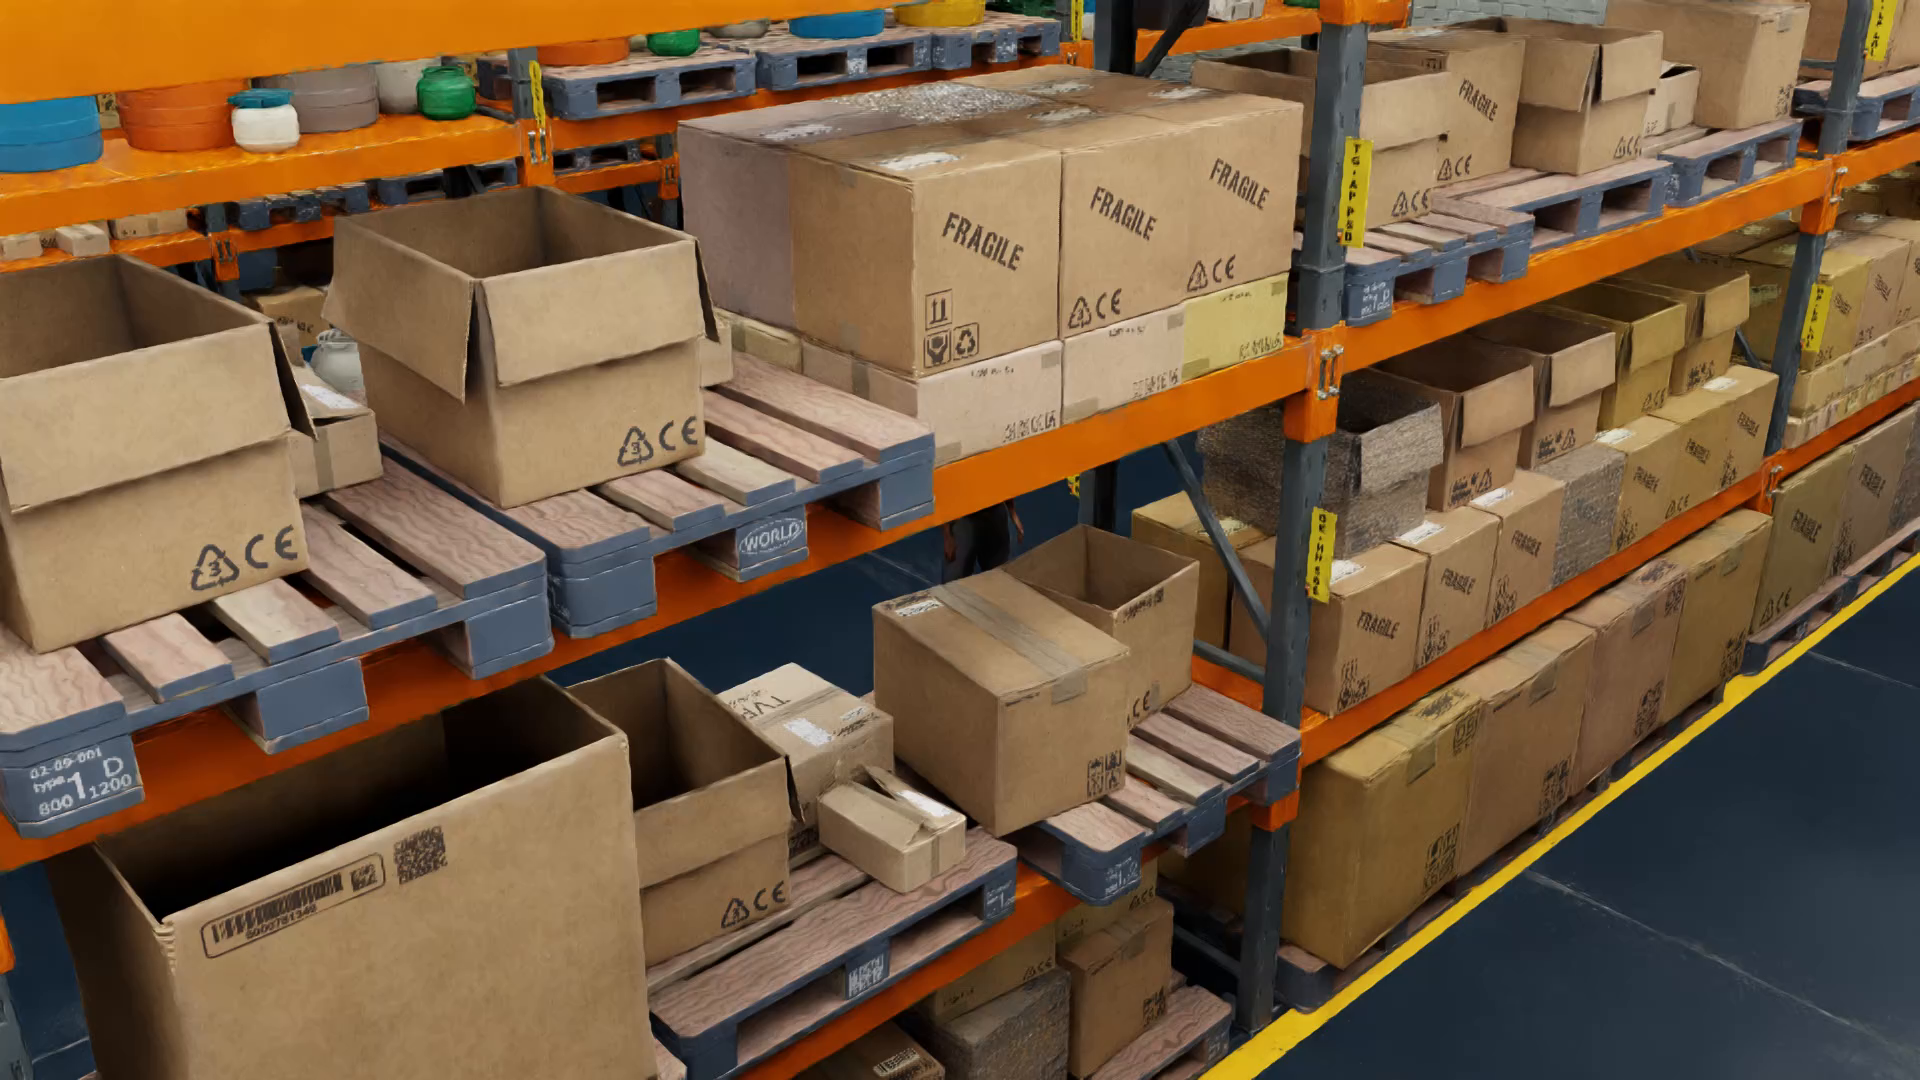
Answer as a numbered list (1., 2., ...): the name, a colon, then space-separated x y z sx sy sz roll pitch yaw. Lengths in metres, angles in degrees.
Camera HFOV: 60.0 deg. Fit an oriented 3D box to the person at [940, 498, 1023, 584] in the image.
1. person: 0.089 -0.071 8.714 0.489 1.664 0.355 -21 32 -38
